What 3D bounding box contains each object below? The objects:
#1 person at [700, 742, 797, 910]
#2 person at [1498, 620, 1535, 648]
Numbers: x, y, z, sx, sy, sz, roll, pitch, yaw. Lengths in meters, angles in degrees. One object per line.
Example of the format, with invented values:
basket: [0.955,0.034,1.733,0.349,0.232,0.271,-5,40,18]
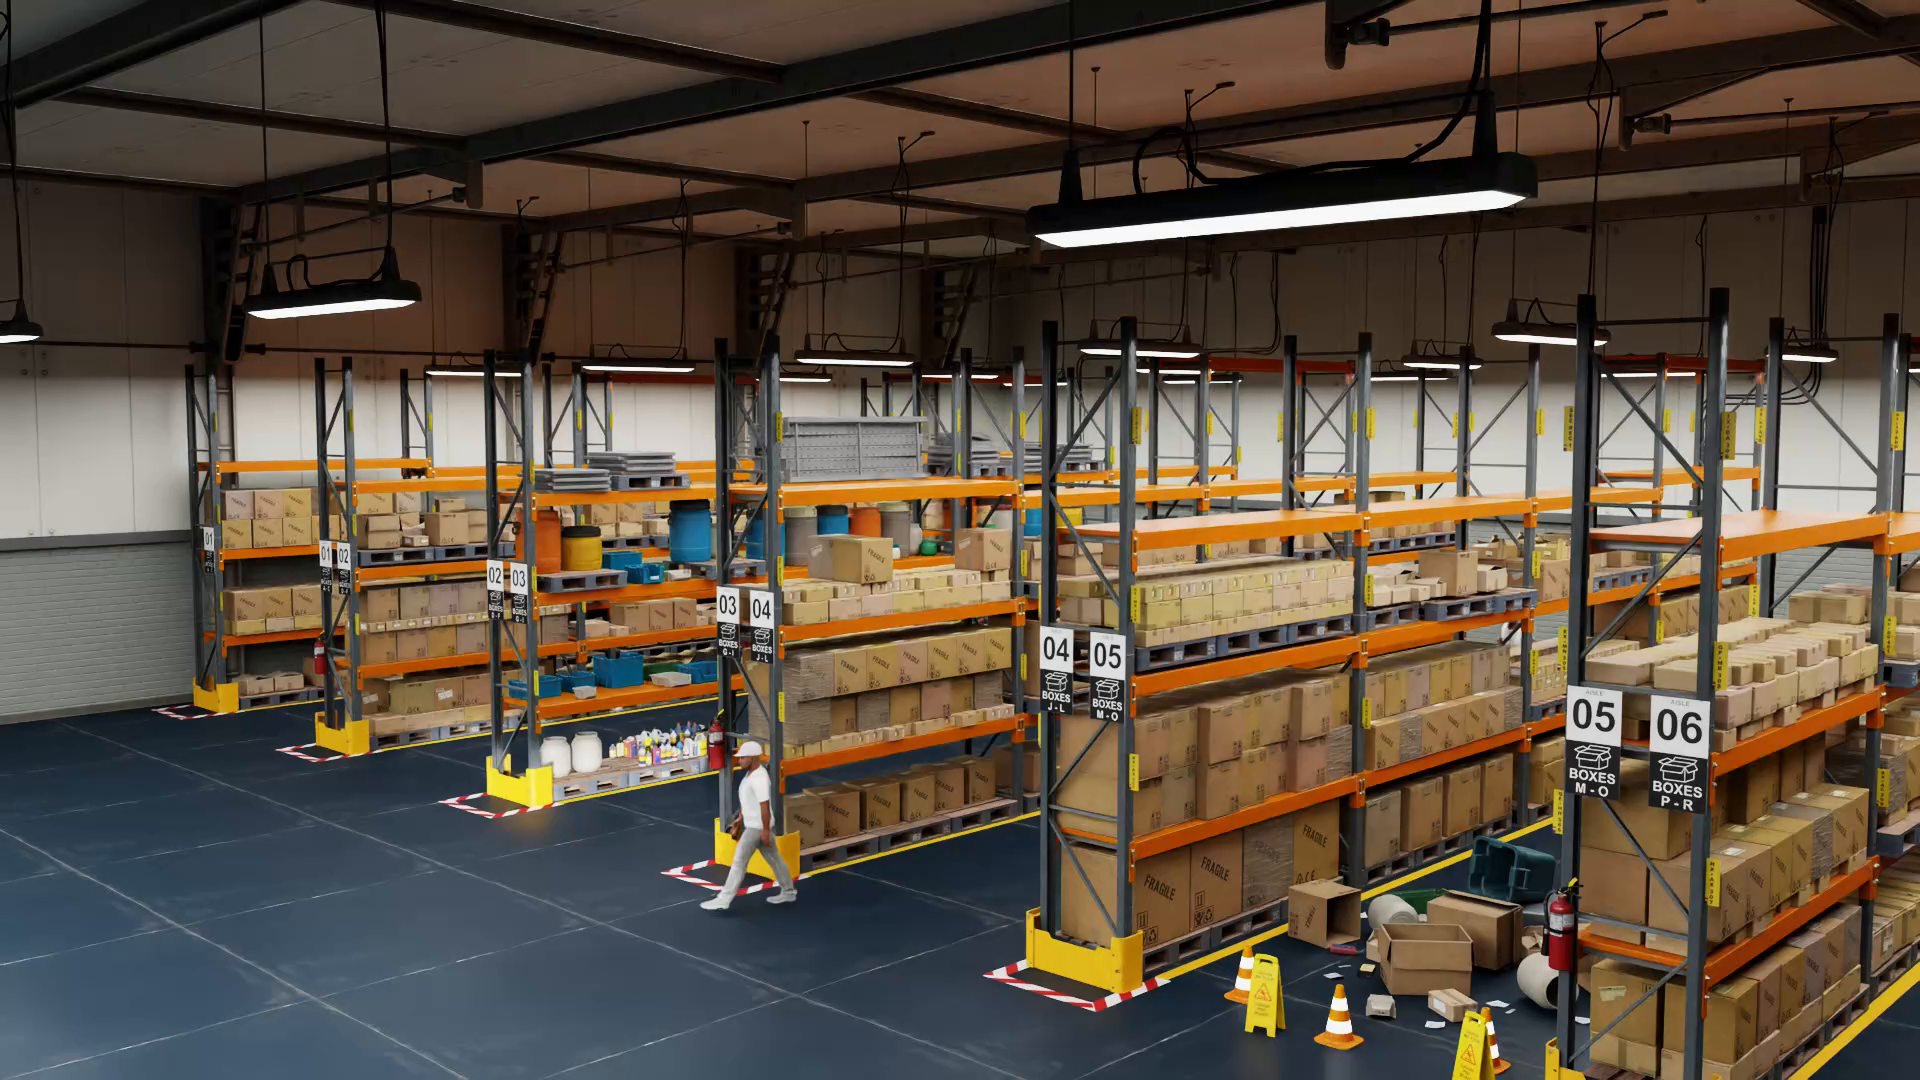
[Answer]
person: [-2.197,2.951,17.302,0.996,1.714,0.596,0,4,-6]
person: [9.739,2.067,29.128,0.701,1.743,0.630,3,5,35]
